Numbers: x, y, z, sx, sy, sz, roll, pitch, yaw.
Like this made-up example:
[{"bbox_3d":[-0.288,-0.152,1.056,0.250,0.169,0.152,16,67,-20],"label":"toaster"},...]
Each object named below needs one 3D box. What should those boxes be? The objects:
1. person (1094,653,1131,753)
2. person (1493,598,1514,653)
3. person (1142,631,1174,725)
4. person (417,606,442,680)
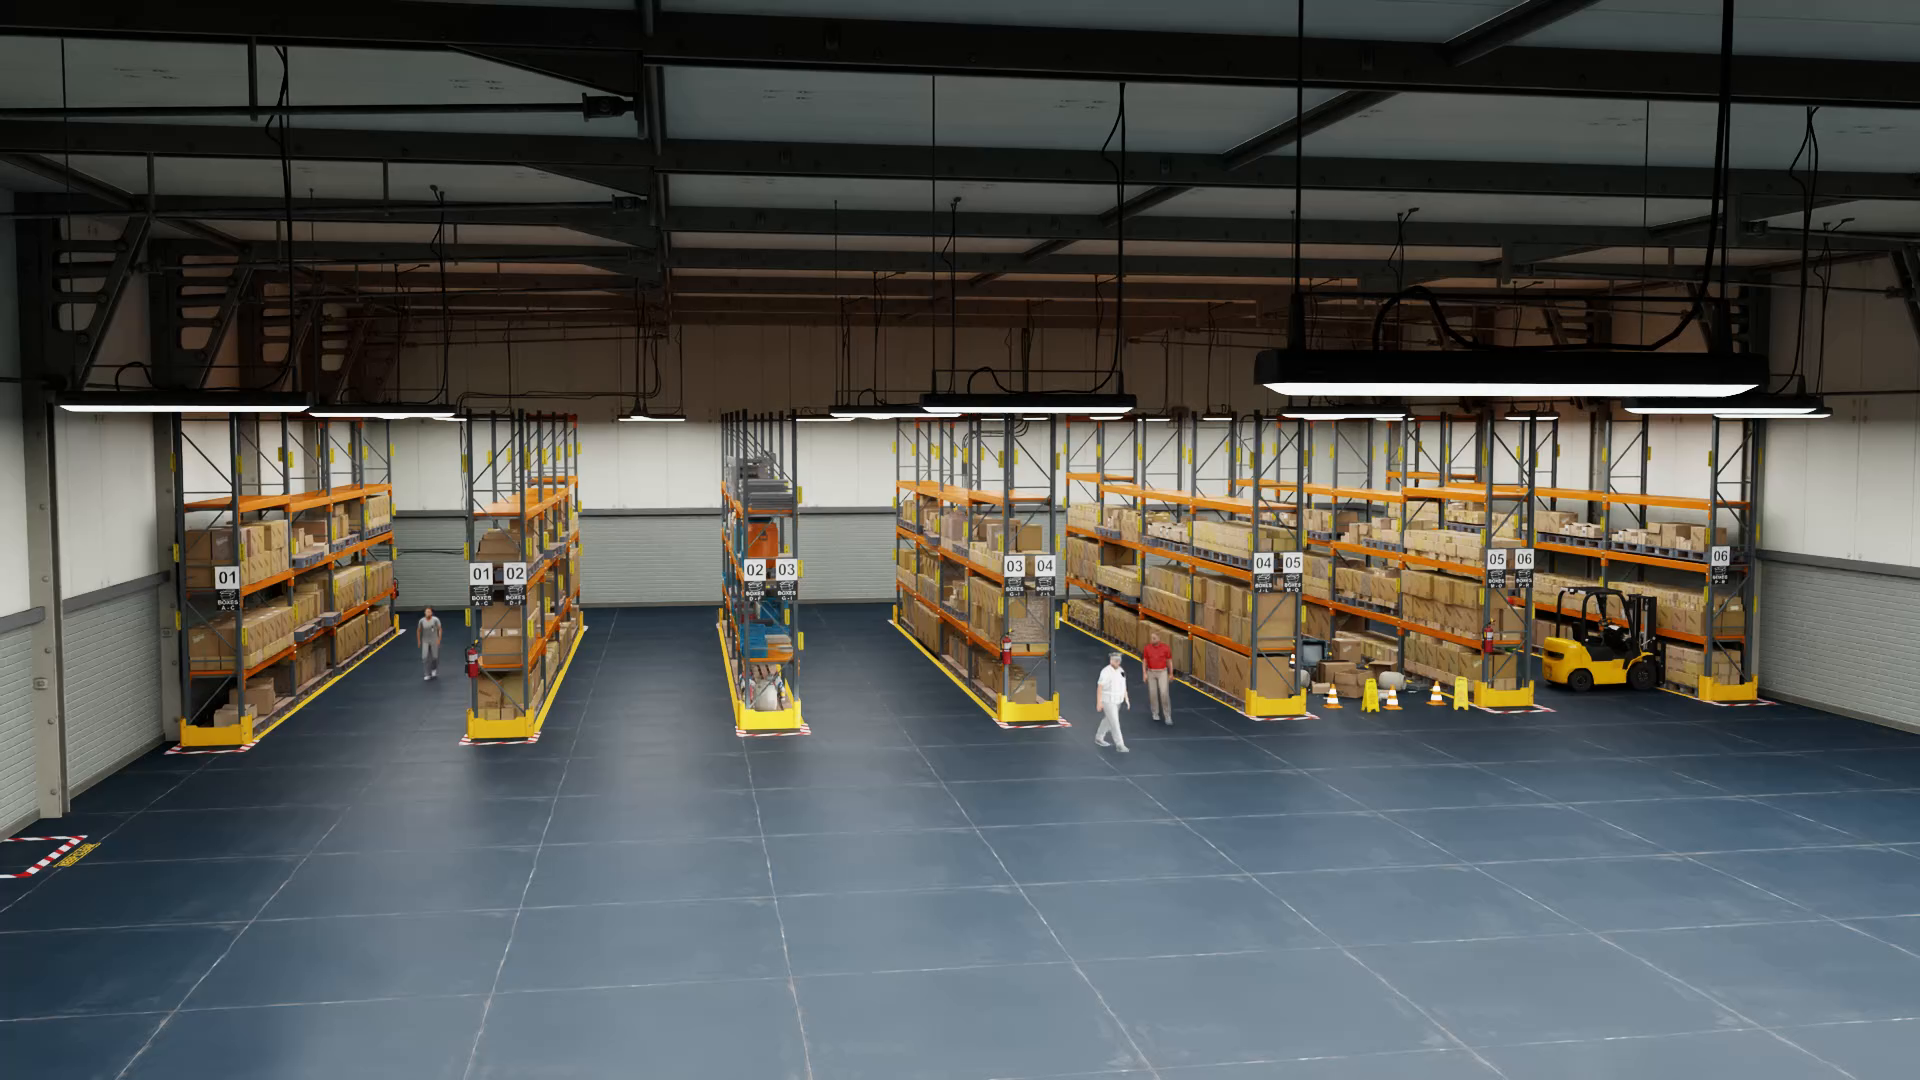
[{"bbox_3d":[2.717,2.813,29.114,0.972,1.701,0.569,3,5,41],"label":"person"},{"bbox_3d":[12.484,2.201,37.997,0.512,1.825,0.543,-1,4,-16],"label":"person"},{"bbox_3d":[3.811,2.634,31.991,0.650,1.732,0.661,1,4,17],"label":"person"},{"bbox_3d":[-11.938,2.297,37.444,0.534,1.657,0.604,-1,4,-11],"label":"person"}]
